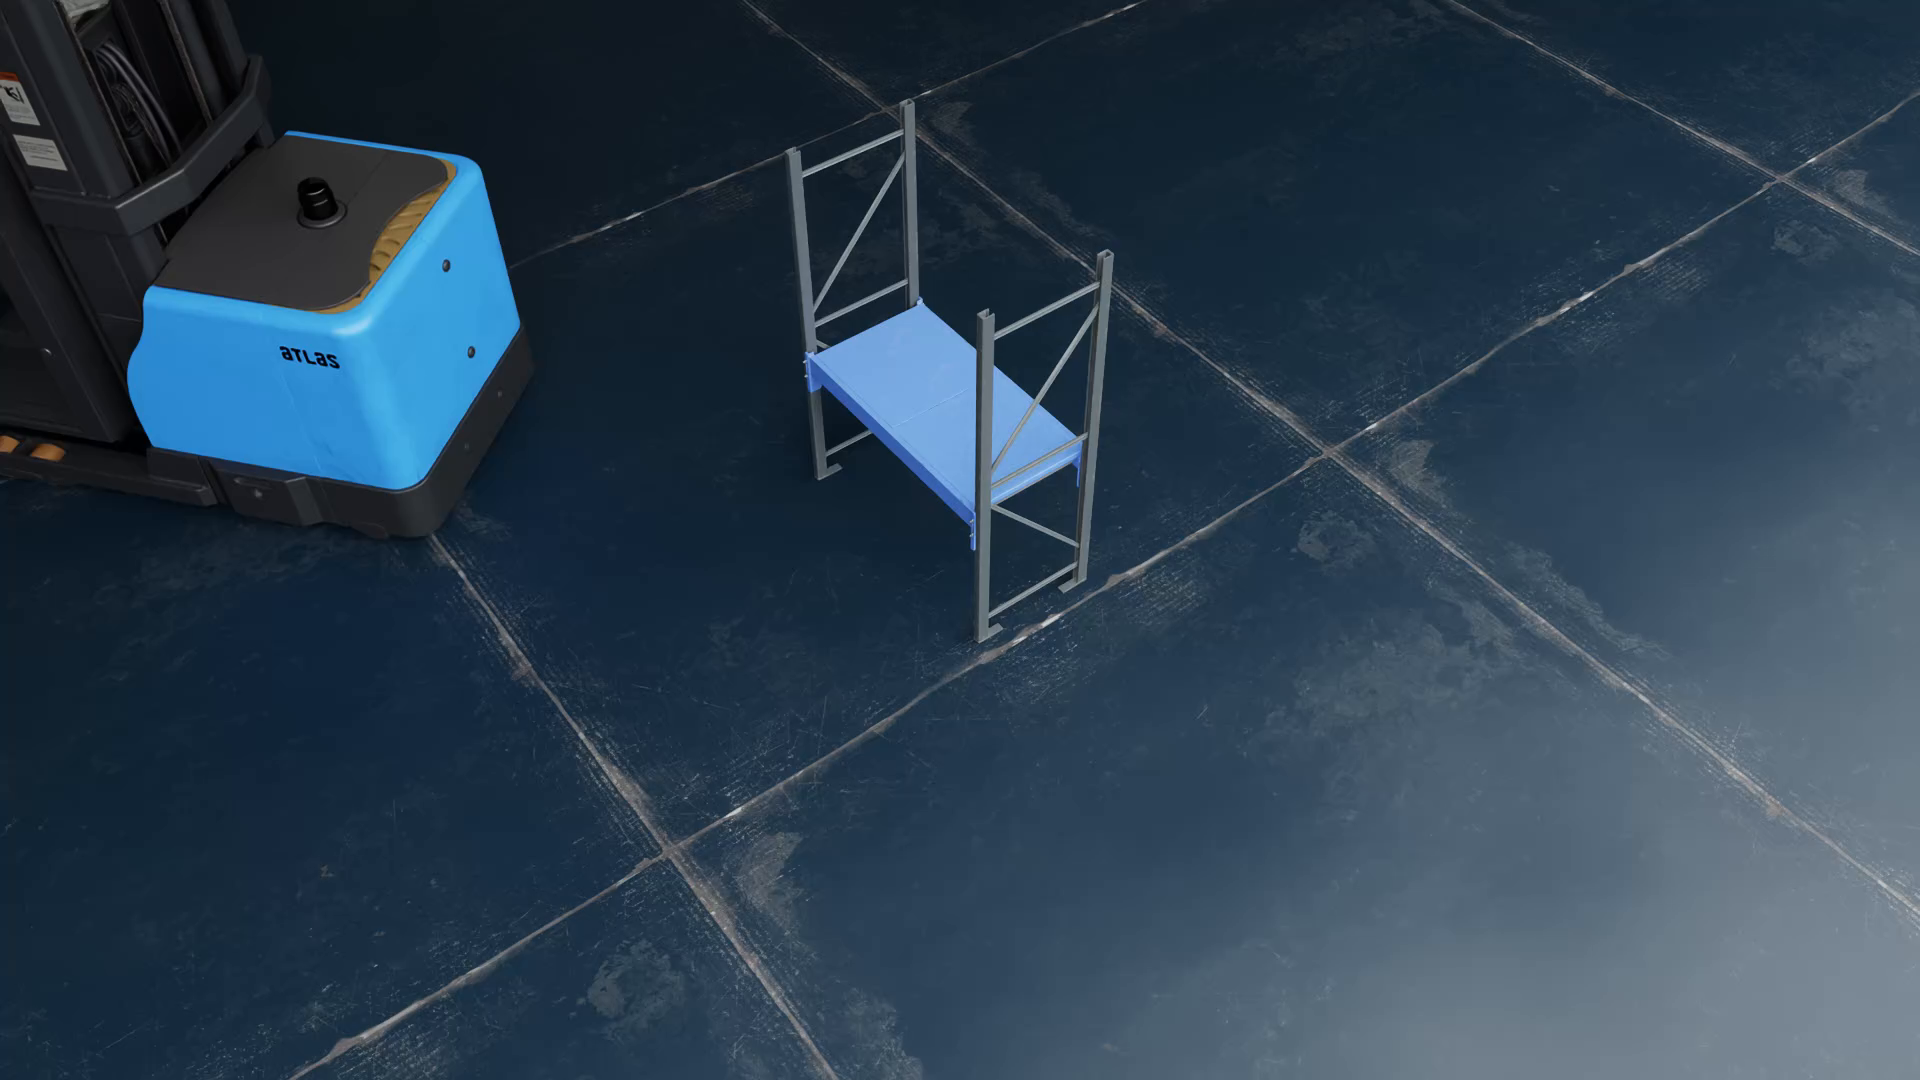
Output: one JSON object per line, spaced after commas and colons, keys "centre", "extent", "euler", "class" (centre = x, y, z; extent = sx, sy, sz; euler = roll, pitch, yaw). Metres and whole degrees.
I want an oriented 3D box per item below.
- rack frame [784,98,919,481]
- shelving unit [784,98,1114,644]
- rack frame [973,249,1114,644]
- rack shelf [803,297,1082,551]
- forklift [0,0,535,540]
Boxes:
{"centre": [-0.359, -0.854, 6.012], "extent": [0.500, 1.500, 0.032], "euler": [-29, 54, -24], "class": "rack frame"}
{"centre": [-0.052, -0.554, 5.740], "extent": [0.538, 1.500, 1.048], "euler": [-29, 54, -24], "class": "shelving unit"}
{"centre": [0.256, -0.254, 5.468], "extent": [0.500, 1.500, 0.032], "euler": [-29, 54, -24], "class": "rack frame"}
{"centre": [-0.052, -0.433, 5.873], "extent": [0.538, 0.185, 1.000], "euler": [-29, 54, -24], "class": "rack shelf"}
{"centre": [-3.305, -1.567, 5.692], "extent": [3.031, 2.935, 1.130], "euler": [10, 49, 9], "class": "forklift"}
